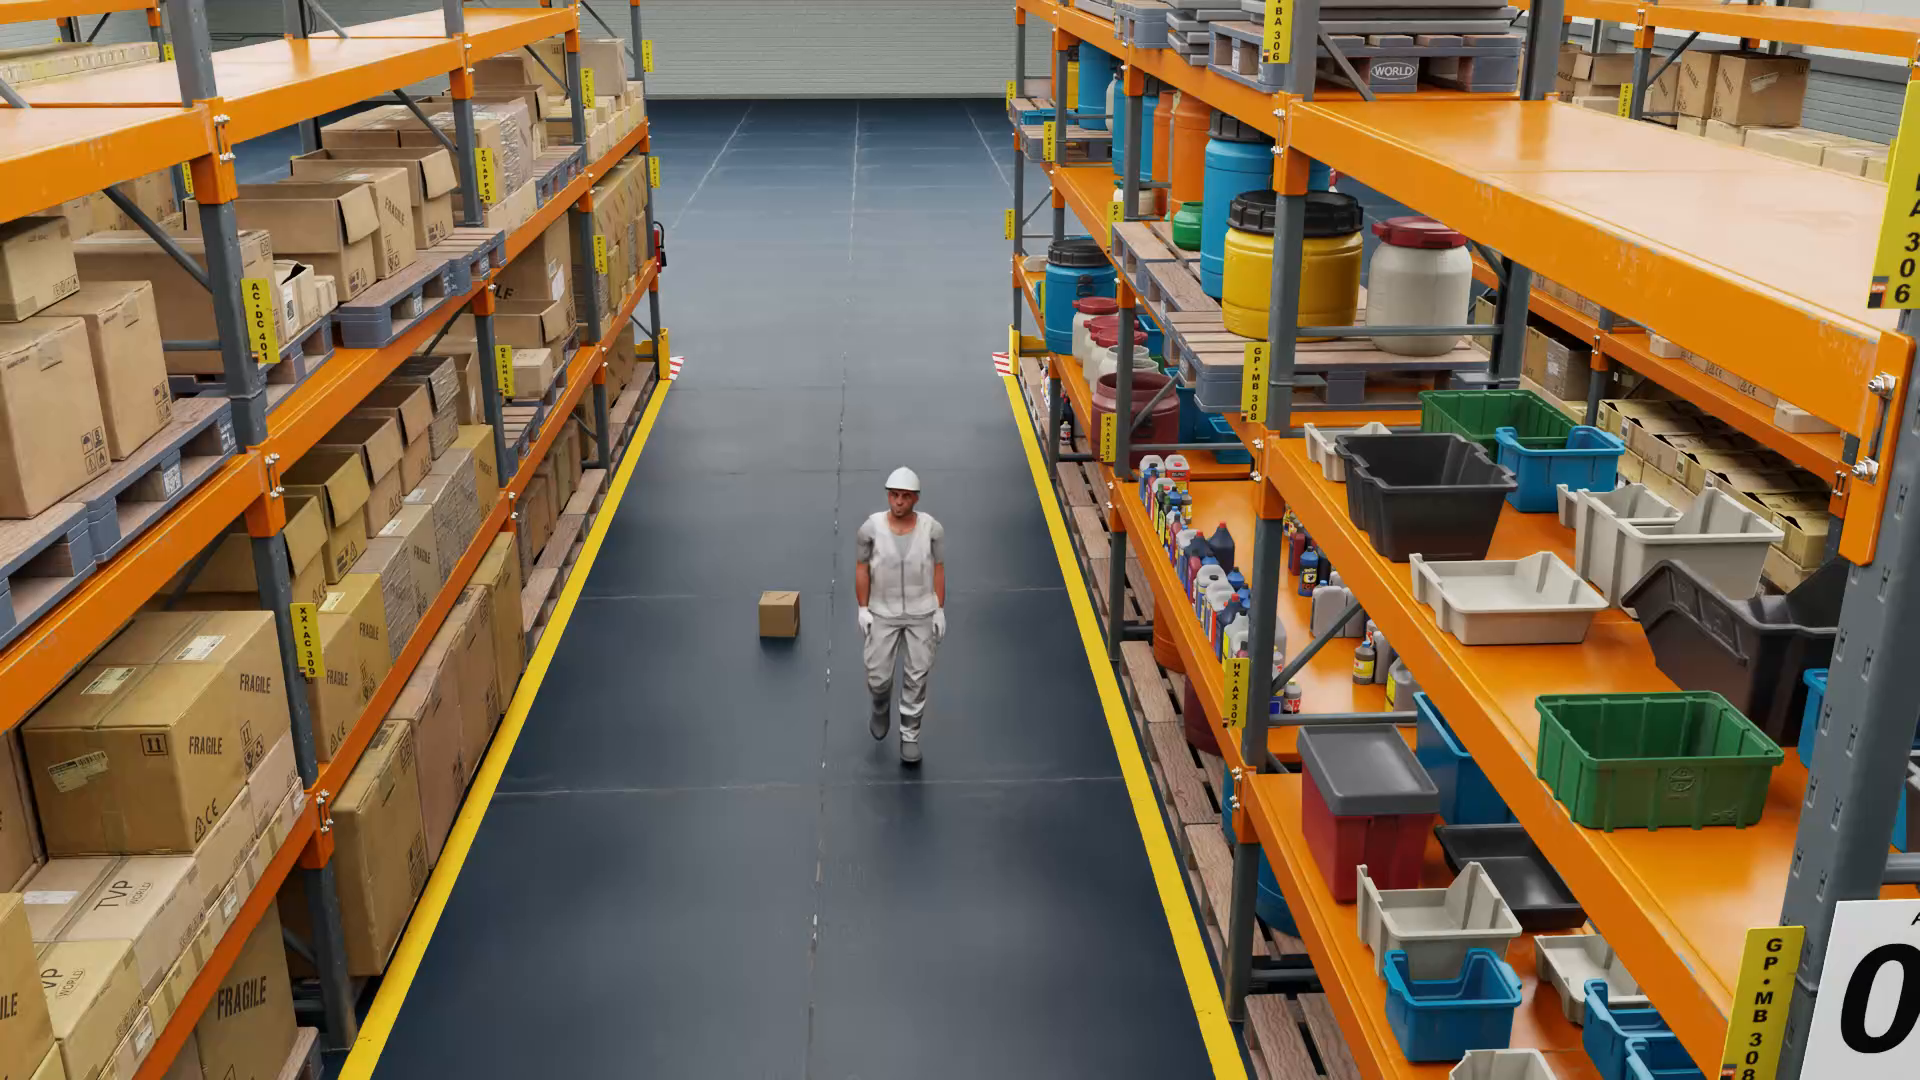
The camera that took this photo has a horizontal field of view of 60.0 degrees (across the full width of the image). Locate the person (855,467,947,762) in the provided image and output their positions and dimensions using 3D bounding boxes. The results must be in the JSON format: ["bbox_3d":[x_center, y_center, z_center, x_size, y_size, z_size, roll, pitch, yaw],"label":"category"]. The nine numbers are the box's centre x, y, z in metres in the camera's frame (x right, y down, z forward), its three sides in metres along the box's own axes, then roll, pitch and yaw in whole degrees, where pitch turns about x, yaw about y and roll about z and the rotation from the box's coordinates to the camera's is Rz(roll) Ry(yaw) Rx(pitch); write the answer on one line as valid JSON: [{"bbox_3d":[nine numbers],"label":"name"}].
[{"bbox_3d":[-0.345,0.426,9.810,0.533,1.781,0.506,-2,20,-6],"label":"person"}]
